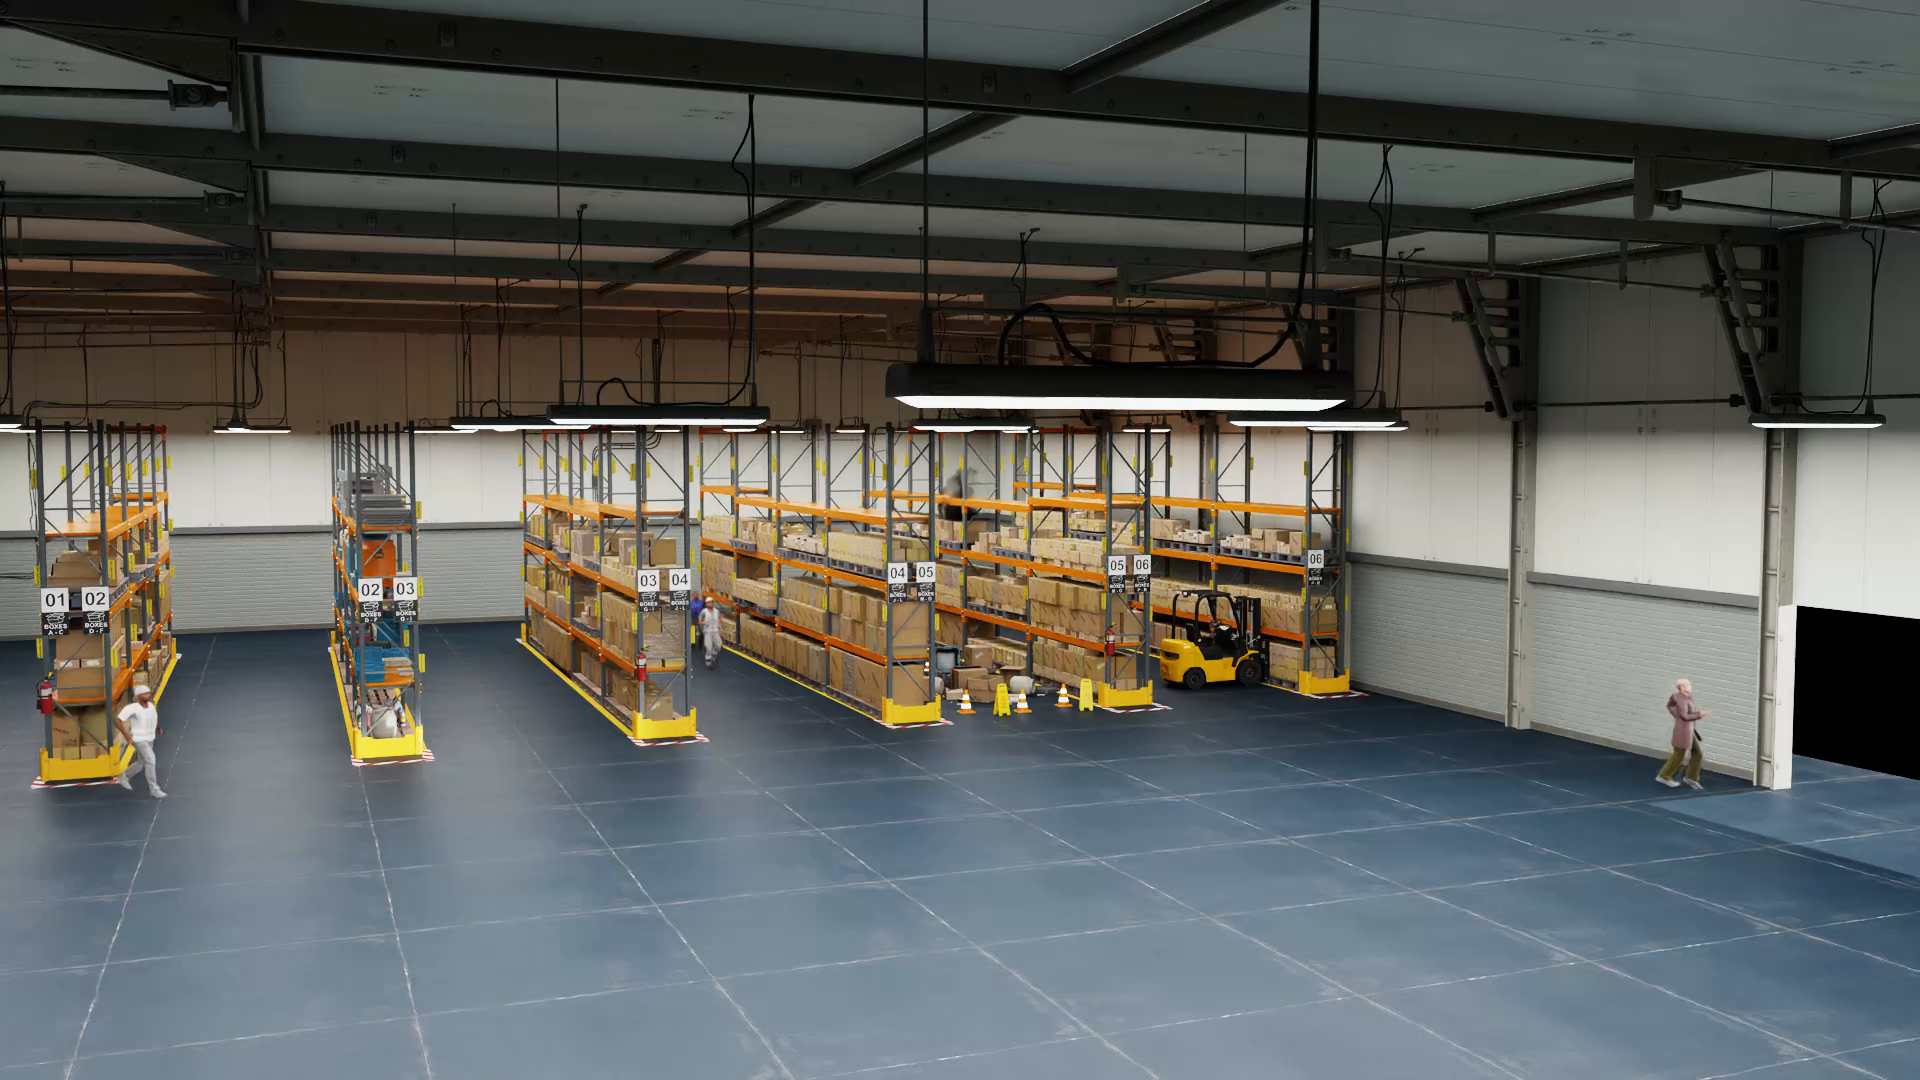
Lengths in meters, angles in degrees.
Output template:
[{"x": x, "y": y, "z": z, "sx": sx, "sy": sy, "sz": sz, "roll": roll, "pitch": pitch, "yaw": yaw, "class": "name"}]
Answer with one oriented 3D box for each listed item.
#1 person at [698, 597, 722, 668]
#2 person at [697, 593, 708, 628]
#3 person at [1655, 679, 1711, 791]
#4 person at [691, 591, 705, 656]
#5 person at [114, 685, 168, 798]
[{"x": -6.087, "y": 2.281, "z": 40.837, "sx": 0.641, "sy": 1.746, "sz": 0.601, "roll": -2, "pitch": 4, "yaw": -27, "class": "person"}, {"x": -7.498, "y": 1.856, "z": 49.356, "sx": 0.826, "sy": 1.617, "sz": 0.663, "roll": -1, "pitch": 4, "yaw": -21, "class": "person"}, {"x": 11.695, "y": 3.152, "z": 26.867, "sx": 0.805, "sy": 1.837, "sz": 0.686, "roll": 2, "pitch": 4, "yaw": 30, "class": "person"}, {"x": -6.886, "y": 2.190, "z": 43.514, "sx": 0.556, "sy": 1.700, "sz": 0.714, "roll": -2, "pitch": 4, "yaw": -24, "class": "person"}, {"x": -13.013, "y": 3.192, "z": 26.447, "sx": 0.941, "sy": 1.778, "sz": 0.715, "roll": 1, "pitch": 4, "yaw": 8, "class": "person"}]
